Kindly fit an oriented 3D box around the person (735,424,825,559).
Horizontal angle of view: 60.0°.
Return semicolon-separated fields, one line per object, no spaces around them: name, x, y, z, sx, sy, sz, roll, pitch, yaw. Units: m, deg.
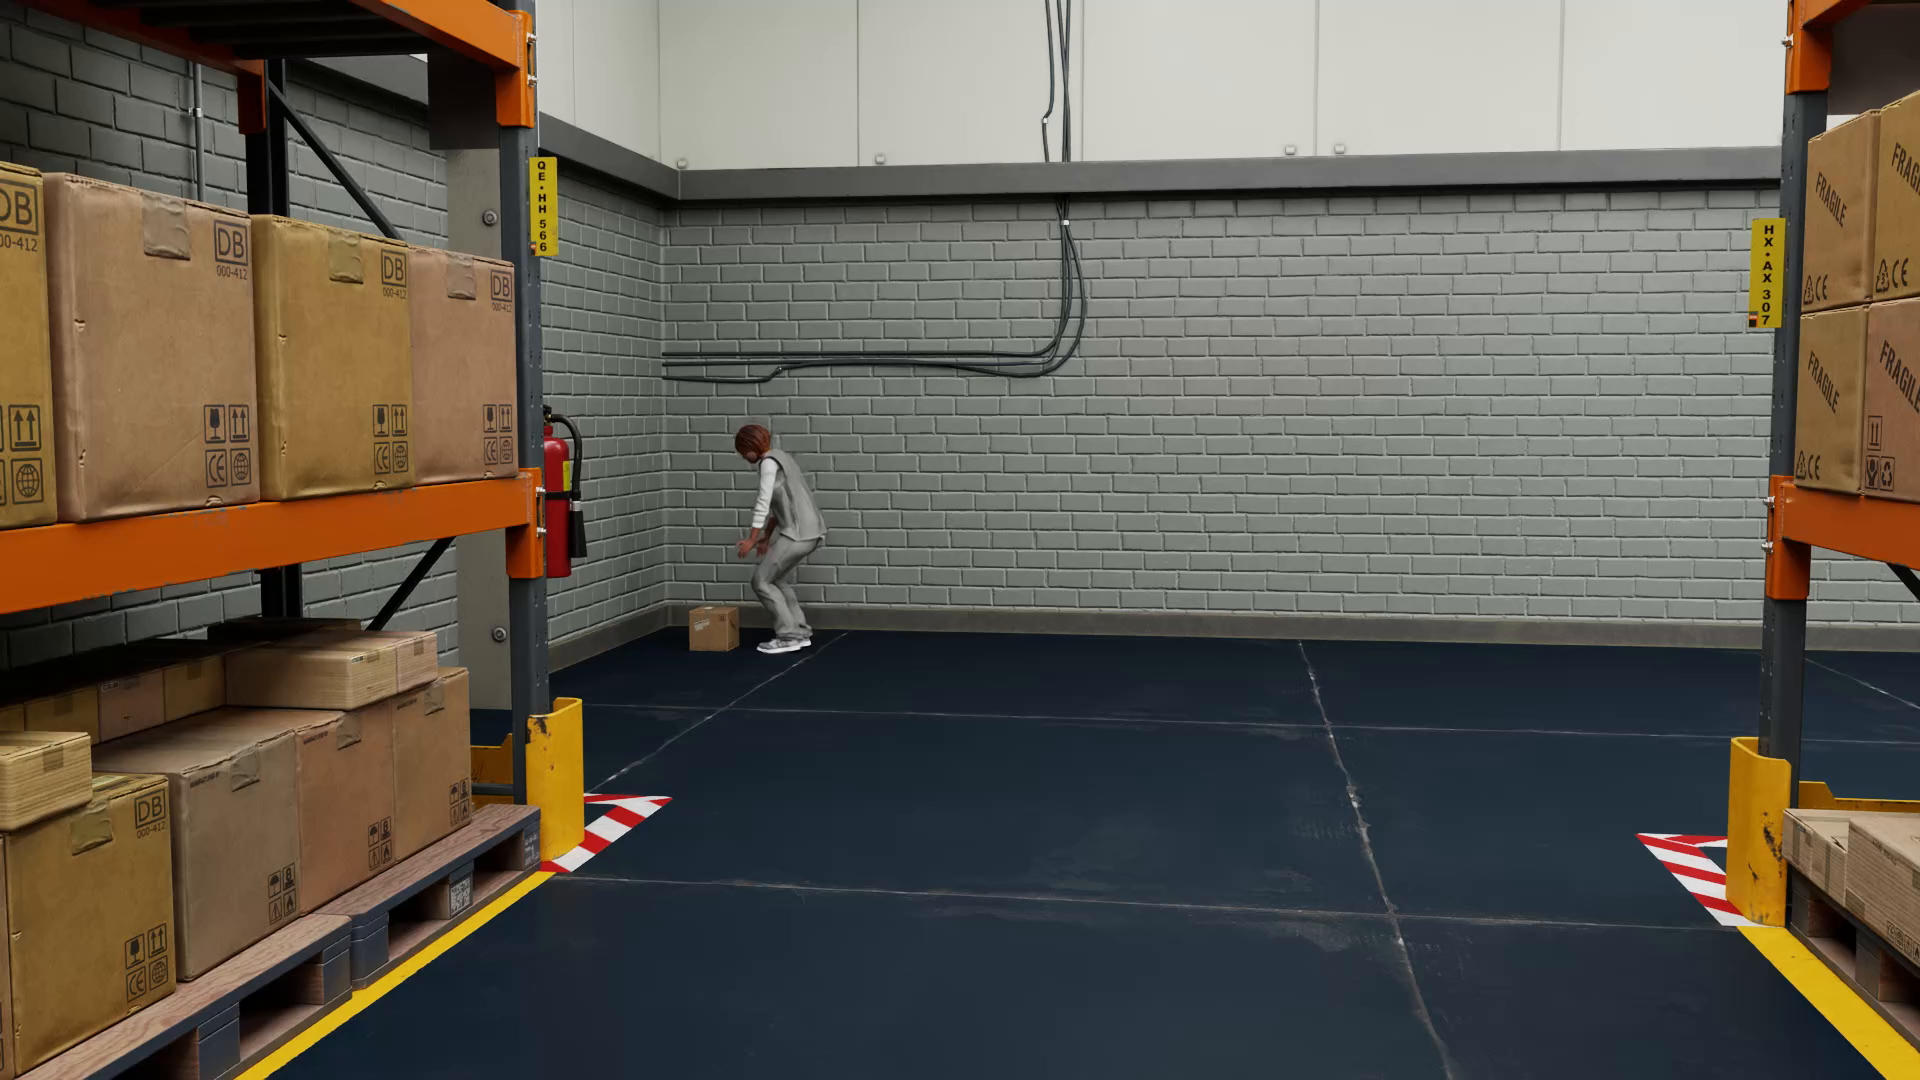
person;-1.130;-0.291;10.348;0.546;0.828;0.456;1;5;9
